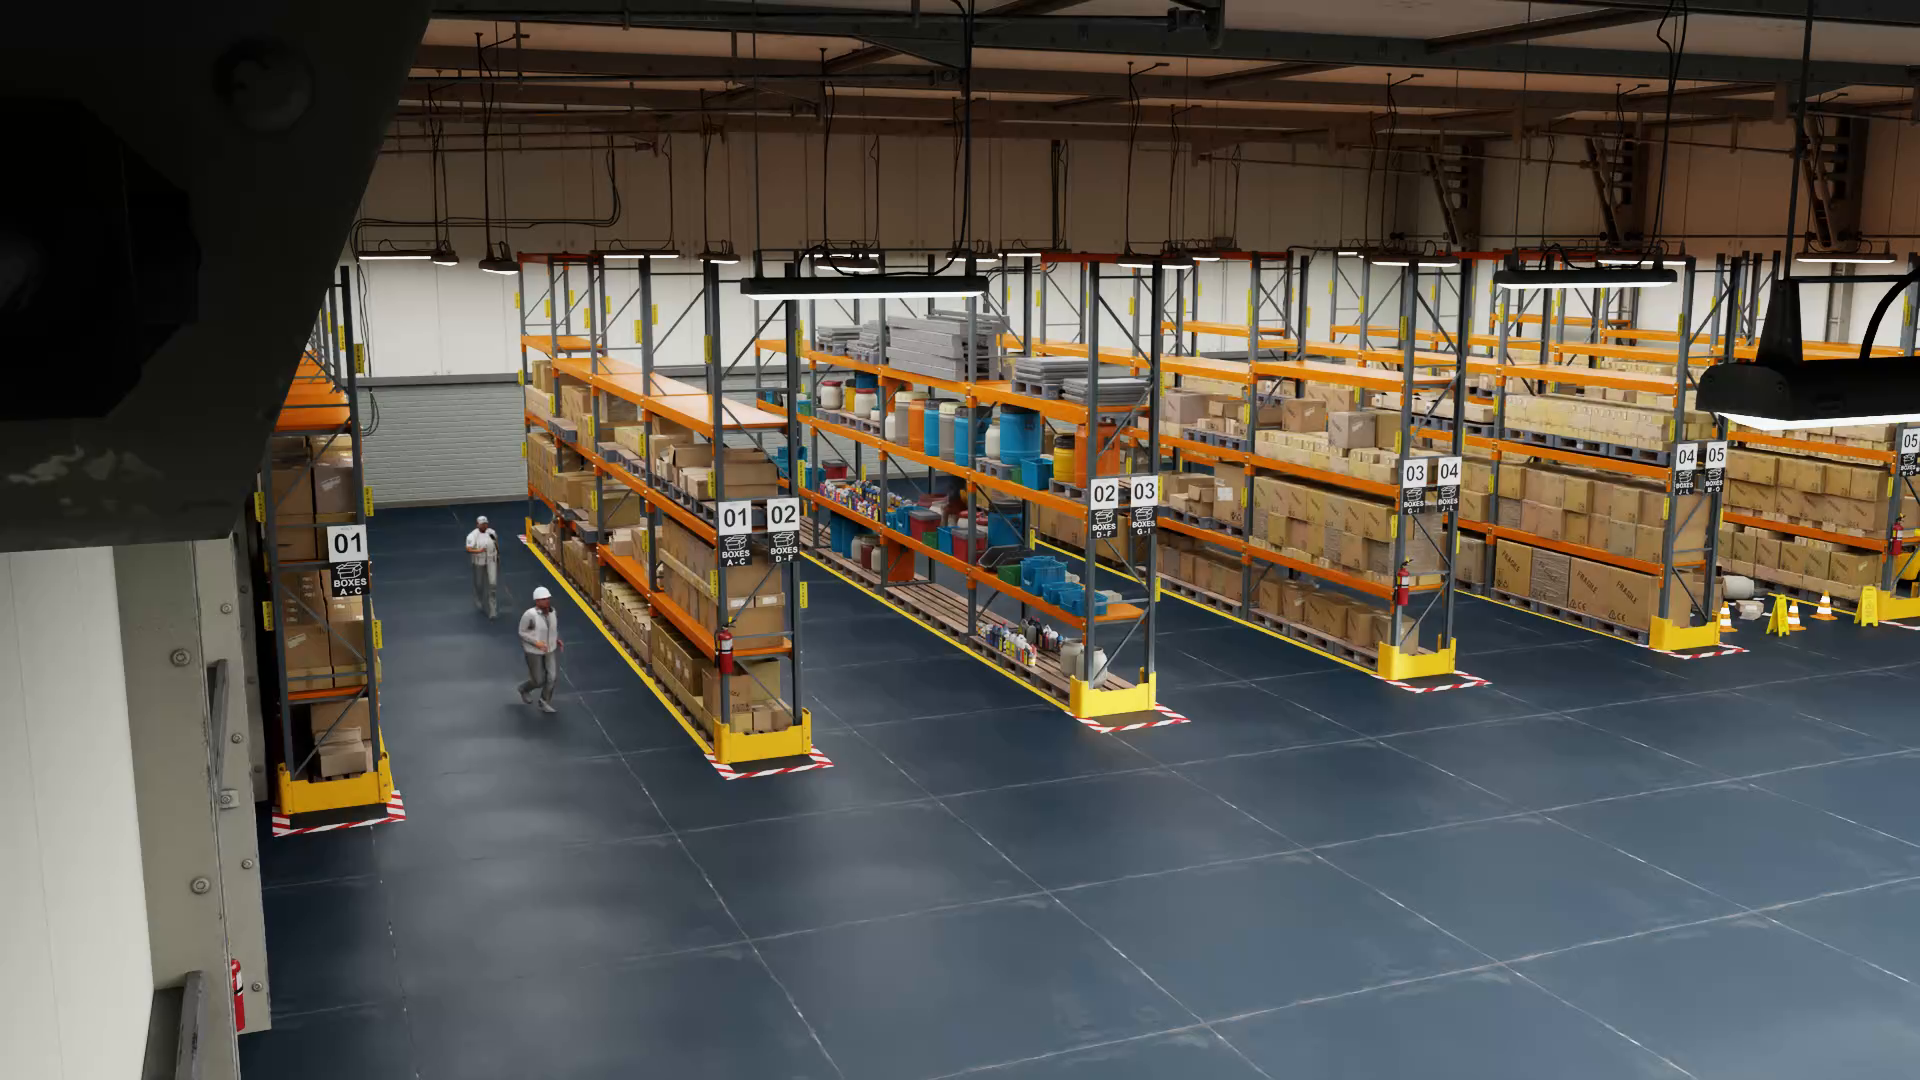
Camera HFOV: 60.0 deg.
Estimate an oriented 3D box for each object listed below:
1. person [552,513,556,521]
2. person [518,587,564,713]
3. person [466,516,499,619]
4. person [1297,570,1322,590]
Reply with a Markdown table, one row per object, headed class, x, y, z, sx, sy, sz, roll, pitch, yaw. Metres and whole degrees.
| class | x | y | z | sx | sy | sz | roll | pitch | yaw |
| --- | --- | --- | --- | --- | --- | --- | --- | --- | --- |
| person | -8.568 | -1.102 | 36.218 | 0.872 | 1.833 | 0.676 | 4 | 11 | 21 |
| person | -5.676 | 1.460 | 22.350 | 0.757 | 1.726 | 0.654 | 10 | 14 | 43 |
| person | -8.048 | 0.421 | 28.073 | 0.563 | 1.712 | 0.856 | -4 | 11 | -23 |
| person | 6.365 | 0.133 | 30.087 | 0.613 | 1.602 | 0.950 | -6 | 12 | -29 |
